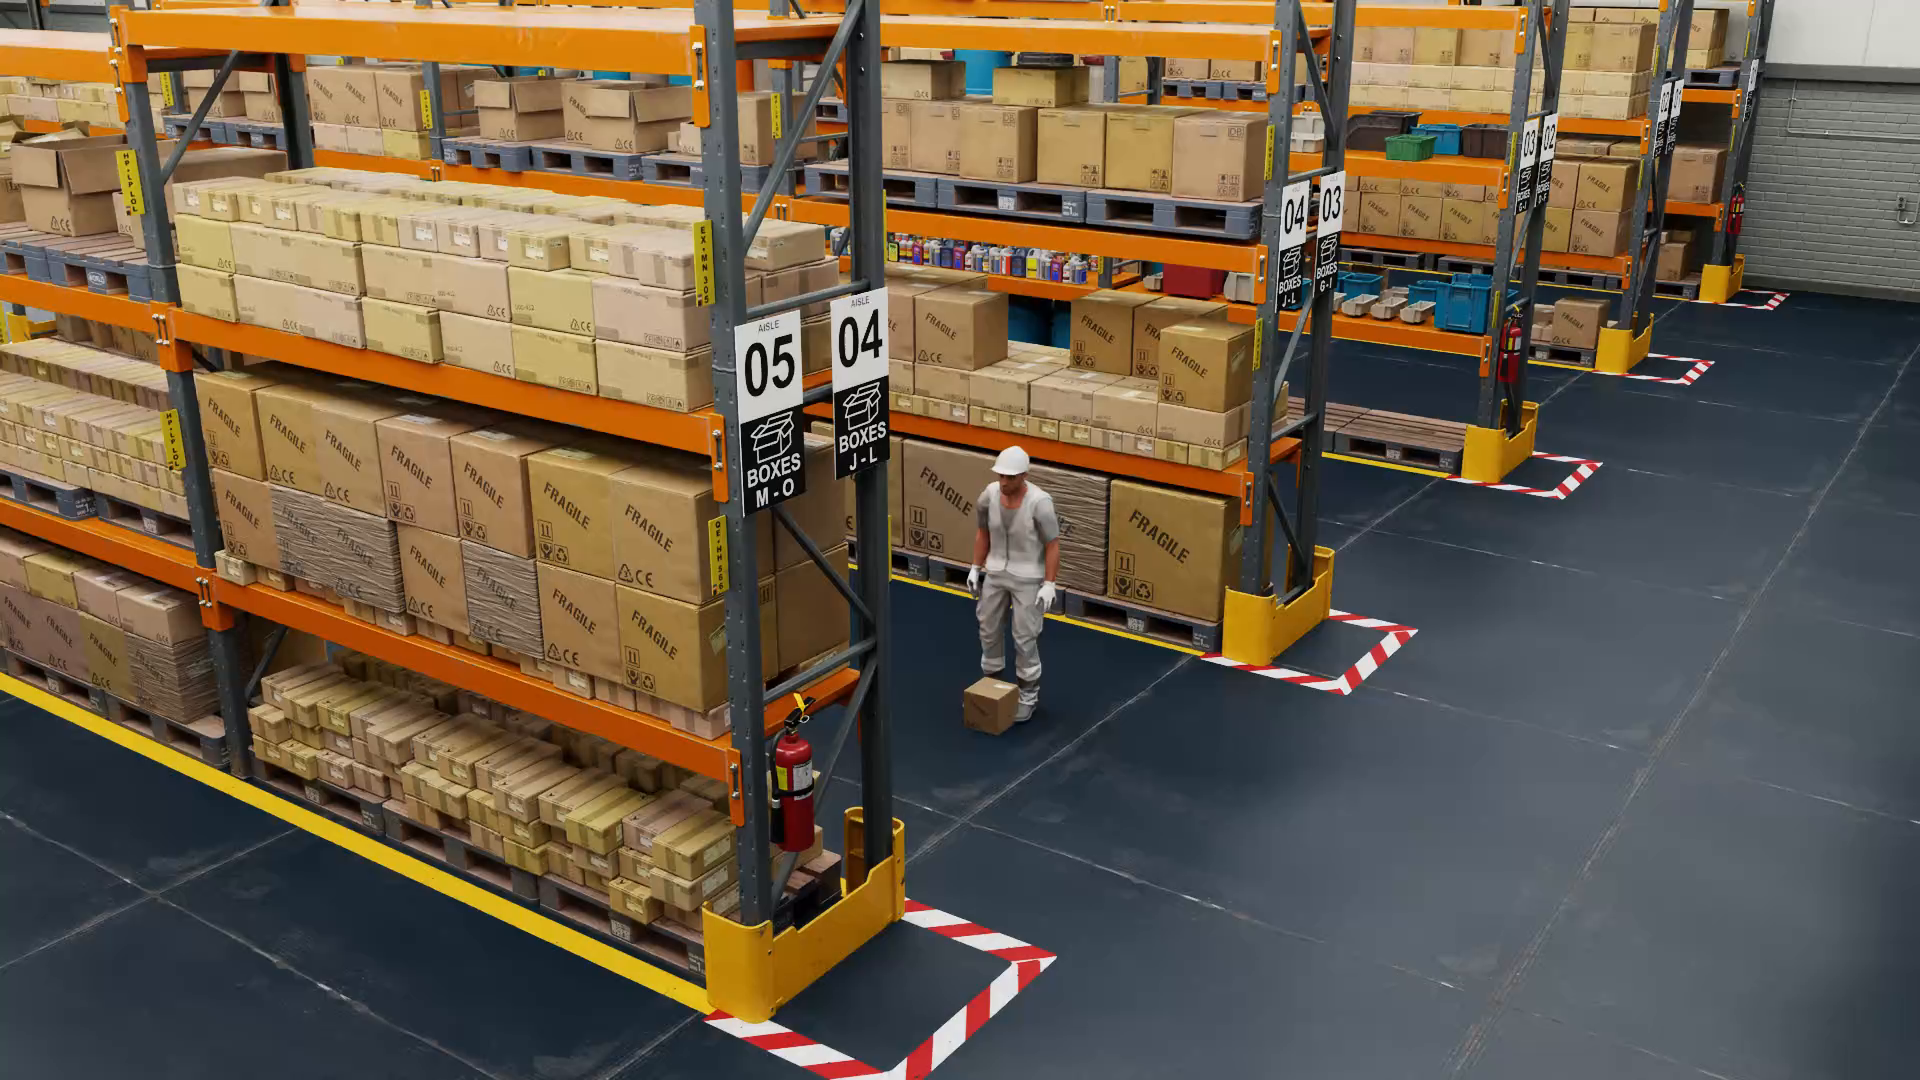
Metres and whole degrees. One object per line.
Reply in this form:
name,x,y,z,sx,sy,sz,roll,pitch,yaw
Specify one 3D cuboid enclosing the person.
person,0.323,0.257,10.328,0.613,1.778,0.452,11,23,29
